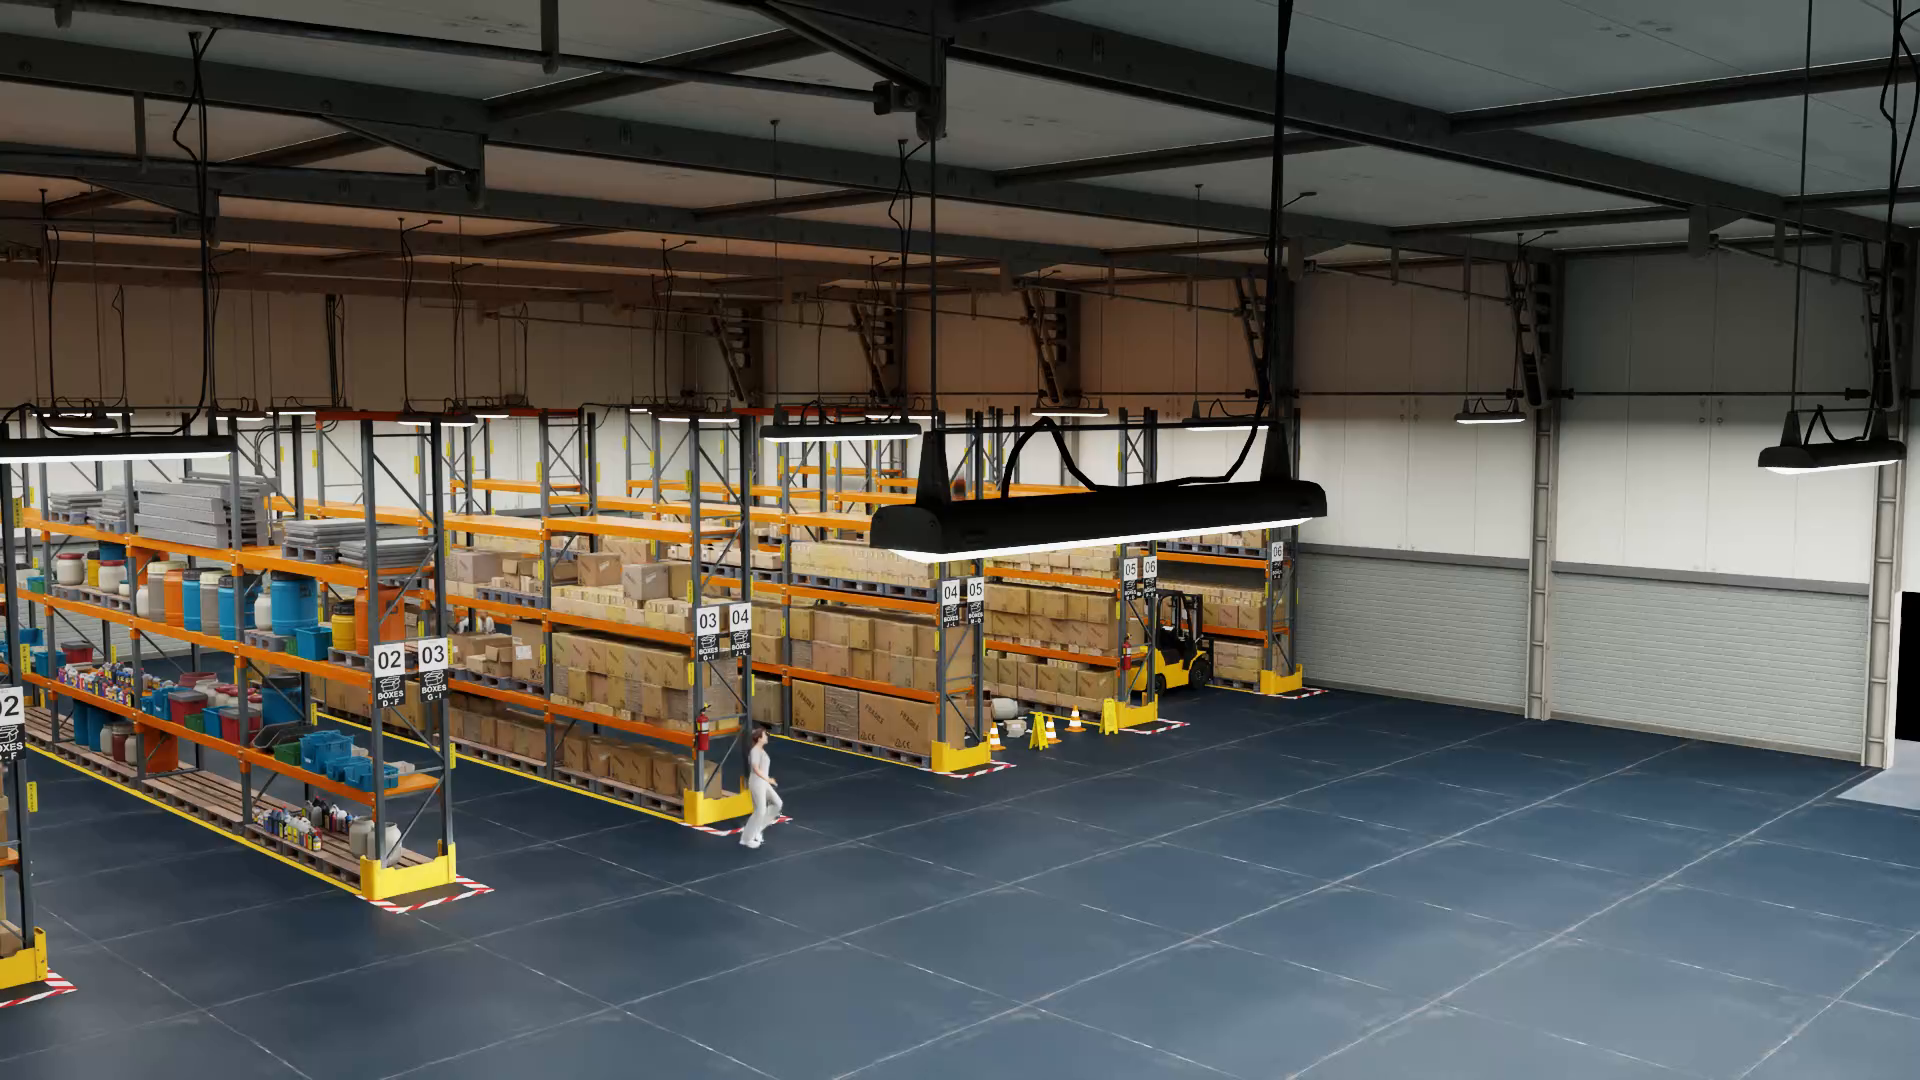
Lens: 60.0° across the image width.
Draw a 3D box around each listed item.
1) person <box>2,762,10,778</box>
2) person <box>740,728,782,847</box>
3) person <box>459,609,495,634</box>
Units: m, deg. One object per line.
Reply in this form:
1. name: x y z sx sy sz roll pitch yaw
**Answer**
1. person: -15.711 3.131 27.163 0.510 1.556 0.636 -4 6 -38
2. person: -2.793 3.449 23.391 0.573 1.616 0.623 0 5 1
3. person: -10.398 2.341 35.999 0.847 1.607 0.693 4 6 35
